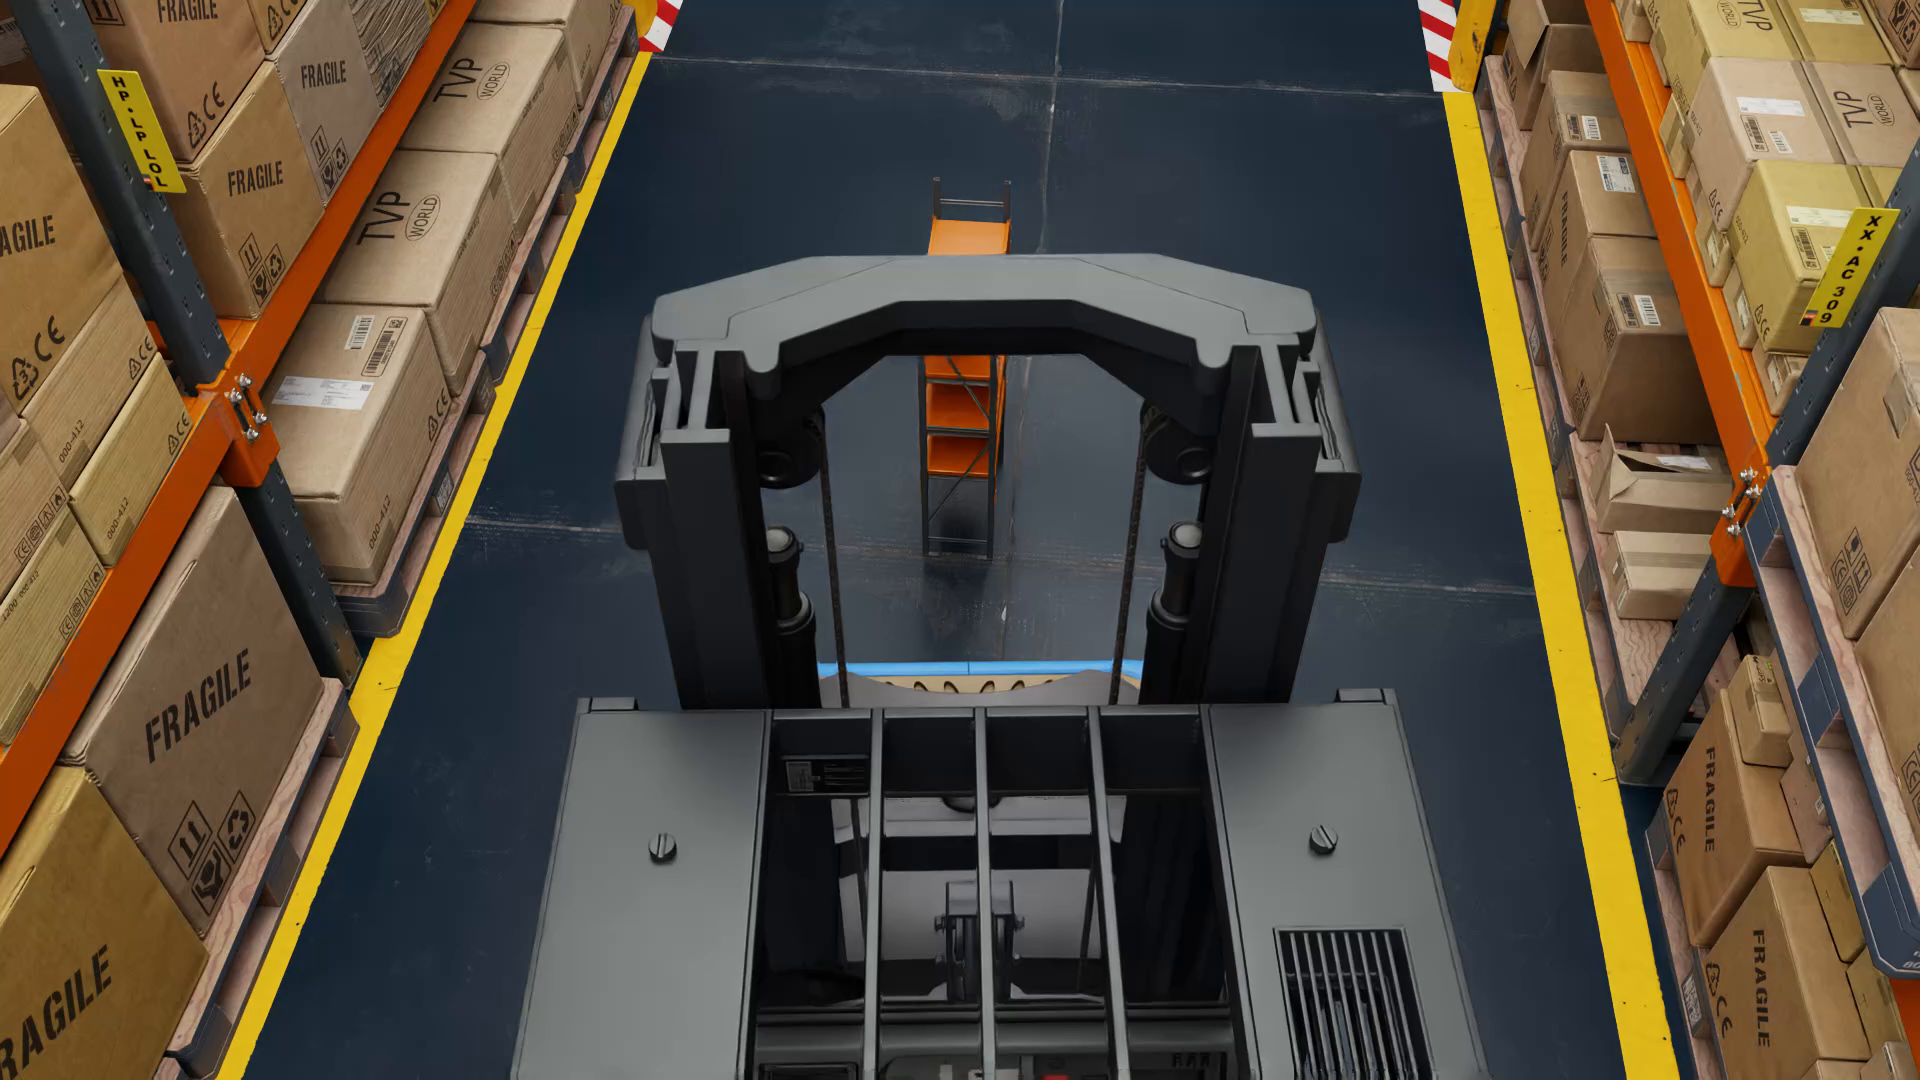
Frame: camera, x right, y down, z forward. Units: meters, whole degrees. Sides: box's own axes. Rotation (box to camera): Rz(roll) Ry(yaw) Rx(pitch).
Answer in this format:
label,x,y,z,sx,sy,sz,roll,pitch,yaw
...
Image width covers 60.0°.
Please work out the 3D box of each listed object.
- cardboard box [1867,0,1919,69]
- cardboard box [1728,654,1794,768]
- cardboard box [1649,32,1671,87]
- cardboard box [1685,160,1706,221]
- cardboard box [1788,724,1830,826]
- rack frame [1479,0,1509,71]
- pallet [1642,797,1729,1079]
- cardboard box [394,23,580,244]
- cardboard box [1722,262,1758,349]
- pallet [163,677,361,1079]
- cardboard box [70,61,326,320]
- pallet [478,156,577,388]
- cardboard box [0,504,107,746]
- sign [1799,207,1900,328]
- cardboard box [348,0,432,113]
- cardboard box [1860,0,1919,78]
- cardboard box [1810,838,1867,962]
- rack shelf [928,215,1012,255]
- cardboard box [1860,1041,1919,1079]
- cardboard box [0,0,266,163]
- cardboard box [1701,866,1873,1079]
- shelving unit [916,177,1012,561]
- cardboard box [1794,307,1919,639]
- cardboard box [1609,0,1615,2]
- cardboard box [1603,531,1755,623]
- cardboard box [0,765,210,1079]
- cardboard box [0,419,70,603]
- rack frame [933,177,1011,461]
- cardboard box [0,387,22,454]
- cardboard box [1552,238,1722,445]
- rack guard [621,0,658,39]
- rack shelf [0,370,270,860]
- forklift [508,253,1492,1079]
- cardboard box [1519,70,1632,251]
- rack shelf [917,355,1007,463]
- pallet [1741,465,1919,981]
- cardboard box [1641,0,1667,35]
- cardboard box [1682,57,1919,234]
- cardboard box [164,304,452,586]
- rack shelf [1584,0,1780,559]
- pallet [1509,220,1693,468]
label,x,y,z,sx,sy,sz,roll,pitch,yaw
cardboard box,2.910,-1.655,4.623,0.500,0.500,0.500,3,48,2
cardboard box,2.211,0.453,4.273,0.380,0.149,0.250,6,48,5
cardboard box,2.445,-1.575,5.328,0.380,0.149,0.250,4,48,3
cardboard box,2.339,-1.018,4.819,0.380,0.149,0.250,5,48,5
cardboard box,2.235,0.547,3.985,0.380,0.149,0.250,2,48,2
rack frame,2.873,-3.215,6.658,1.000,3.000,0.127,4,48,4
pallet,2.472,1.266,4.449,1.003,0.211,1.213,4,48,4
cardboard box,-2.106,-1.658,6.686,0.875,0.438,0.875,5,48,5
cardboard box,2.289,-0.635,4.468,0.380,0.149,0.250,5,48,5
pallet,-2.430,0.906,4.778,1.003,0.211,1.213,4,48,4
cardboard box,-2.131,-0.968,4.535,0.500,0.500,0.500,5,48,5
pallet,-2.179,-1.118,6.630,1.003,0.211,1.213,4,48,4
cardboard box,-2.272,0.165,3.668,0.500,0.250,0.500,3,48,3
sign,1.968,-0.599,3.678,0.100,0.325,0.005,4,48,4
cardboard box,-2.029,-1.702,5.206,0.500,0.500,0.500,4,48,4
cardboard box,2.911,-1.419,4.915,0.500,0.250,0.500,5,48,4
cardboard box,2.251,0.851,3.909,0.380,0.149,0.250,2,48,2
rack shelf,0.015,-0.792,5.129,0.258,0.148,0.480,4,48,4
cardboard box,2.180,1.235,3.558,0.380,0.149,0.250,4,48,3
cardboard box,-2.150,-1.312,4.171,0.500,0.500,0.500,4,48,4
cardboard box,2.202,1.159,4.067,0.500,0.500,0.500,3,48,3
shelving unit,0.015,-0.527,5.419,0.258,1.200,0.503,4,48,4
cardboard box,2.242,-0.111,3.466,0.700,0.500,0.500,5,48,5
cardboard box,2.403,-1.964,5.684,0.380,0.149,0.250,3,48,2
cardboard box,2.267,0.116,5.259,0.380,0.149,0.250,3,48,2
cardboard box,-2.486,1.094,3.872,0.875,0.875,0.875,5,48,5
cardboard box,-2.271,-0.017,3.495,0.500,0.250,0.500,5,48,4
rack frame,0.037,-0.706,5.583,0.240,1.200,0.015,4,48,4
cardboard box,-2.265,-0.252,3.202,0.500,0.500,0.500,5,48,4
cardboard box,2.512,-0.682,5.750,0.700,0.500,0.500,2,48,2
rack guard,-2.068,-2.720,7.899,1.175,0.500,0.348,4,48,4
rack shelf,-2.617,1.106,3.193,1.077,0.370,4.000,4,48,4
forklift,0.041,1.120,2.740,1.130,2.935,3.031,-1,48,-1
cardboard box,2.607,-1.444,6.448,0.700,0.500,0.500,6,48,5
rack shelf,0.015,-0.481,5.468,0.258,0.148,0.480,4,48,4
pallet,2.327,0.369,3.510,1.003,0.211,1.213,4,48,4
cardboard box,2.450,-1.829,5.290,0.500,0.250,0.500,3,48,3
cardboard box,2.343,-1.085,4.610,0.500,0.250,0.500,4,48,4
cardboard box,-2.270,-0.338,5.478,0.875,0.438,0.875,3,48,3
rack shelf,2.691,-1.503,5.579,1.077,0.370,4.000,4,48,4
pallet,2.681,-0.738,6.282,1.003,0.211,1.213,4,48,4
